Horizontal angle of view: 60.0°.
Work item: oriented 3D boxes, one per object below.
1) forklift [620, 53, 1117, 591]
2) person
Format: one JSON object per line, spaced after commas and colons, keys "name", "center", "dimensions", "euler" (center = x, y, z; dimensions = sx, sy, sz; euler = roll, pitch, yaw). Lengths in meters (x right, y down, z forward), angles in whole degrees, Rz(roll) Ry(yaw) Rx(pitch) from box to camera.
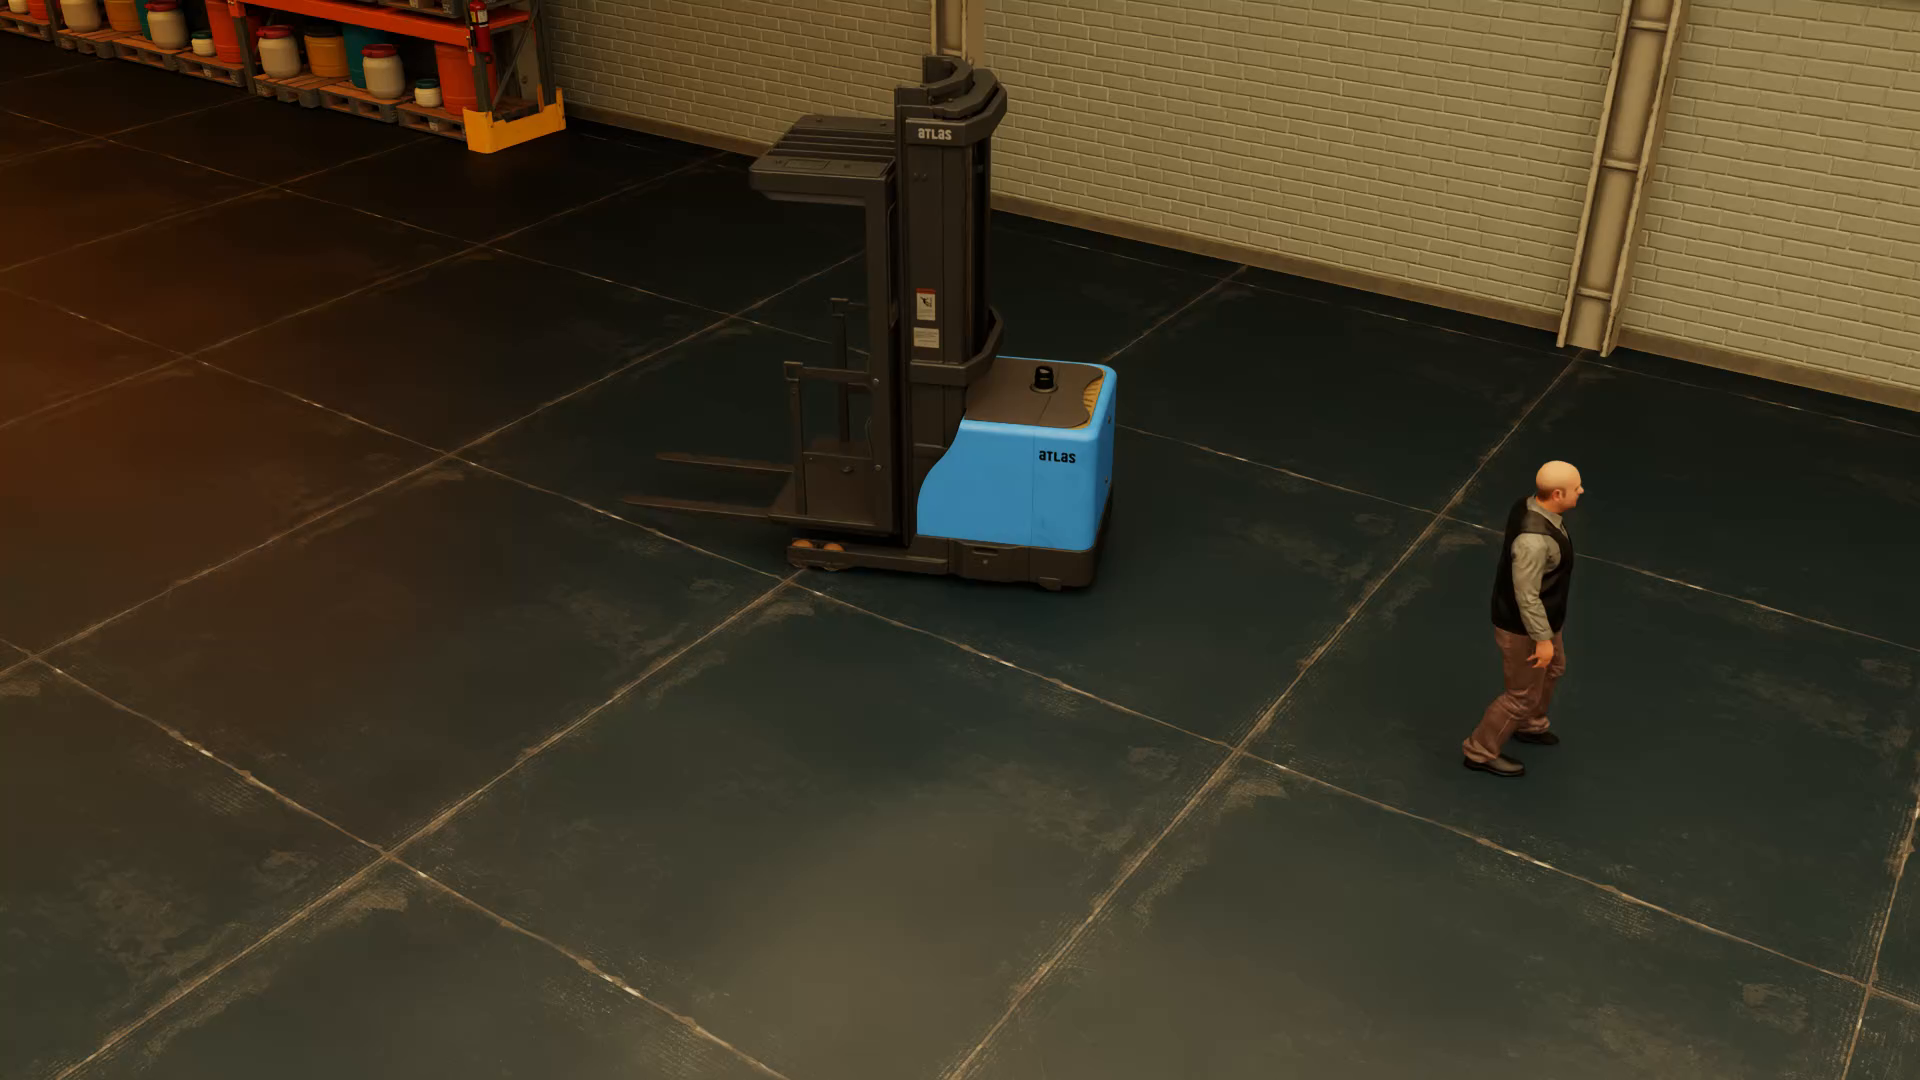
{"name": "forklift", "center": [-0.596, -1.330, 9.871], "dimensions": [3.031, 2.935, 1.130], "euler": [6, 31, 10]}
{"name": "person", "center": [2.846, 0.417, 8.142], "dimensions": [0.535, 1.763, 0.621], "euler": [9, 31, 14]}
